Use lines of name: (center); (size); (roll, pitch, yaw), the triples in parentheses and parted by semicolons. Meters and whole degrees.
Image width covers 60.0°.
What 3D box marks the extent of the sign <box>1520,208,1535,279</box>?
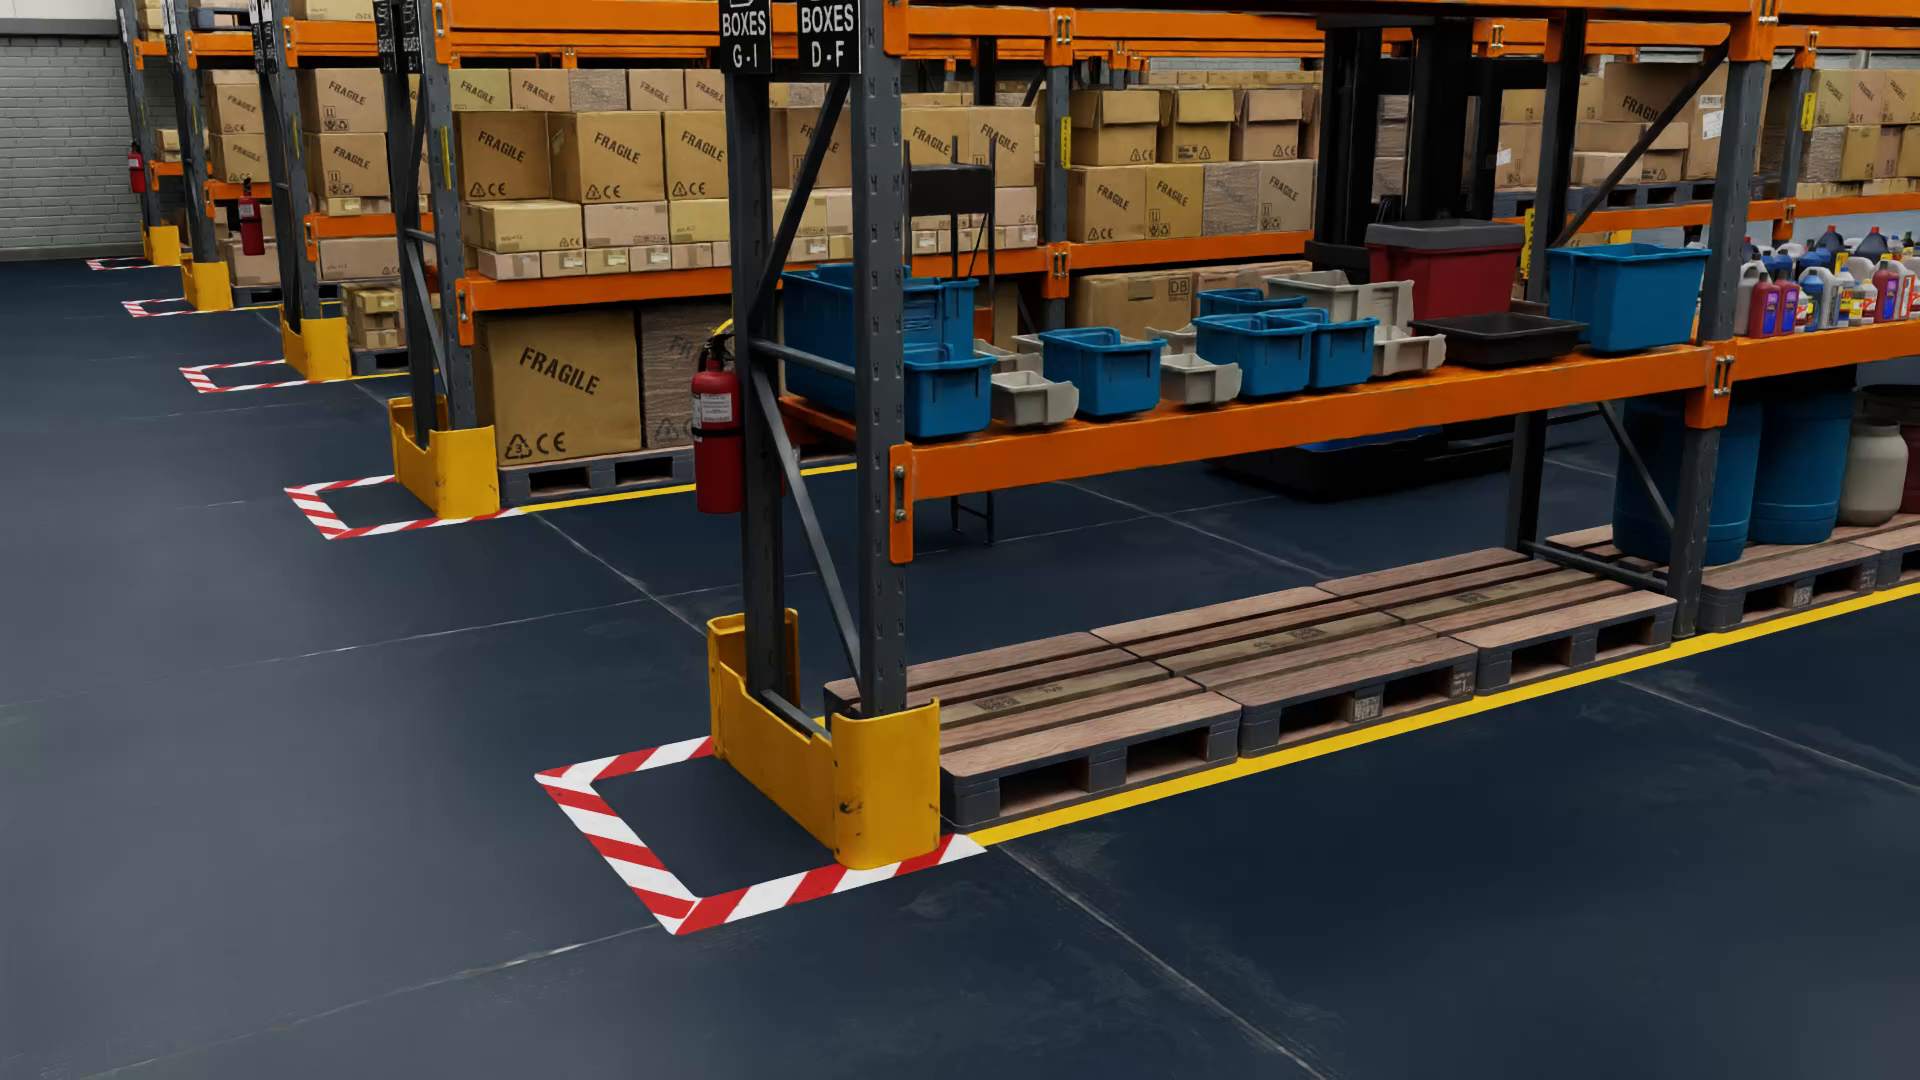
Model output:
sign: (2.672, -1.384, 7.776); (0.005, 0.325, 0.100); (-9, 18, -30)

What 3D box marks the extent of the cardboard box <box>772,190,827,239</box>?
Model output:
cardboard box: (-1.156, -2.005, 10.231); (0.500, 0.250, 0.500); (-10, 18, -31)

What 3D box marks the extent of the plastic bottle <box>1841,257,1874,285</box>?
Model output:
plastic bottle: (4.262, -1.203, 7.875); (0.135, 0.276, 0.152); (-9, 18, -30)

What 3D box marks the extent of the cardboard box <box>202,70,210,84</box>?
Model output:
cardboard box: (-7.925, -4.944, 17.750); (0.250, 0.149, 0.380); (-9, 18, -29)

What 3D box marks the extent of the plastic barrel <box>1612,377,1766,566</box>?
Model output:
plastic barrel: (3.429, -0.386, 7.841); (0.708, 0.901, 0.600); (-9, 18, -30)

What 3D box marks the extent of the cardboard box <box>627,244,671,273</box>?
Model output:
cardboard box: (-1.890, -1.673, 9.786); (0.250, 0.149, 0.380); (-10, 18, -31)

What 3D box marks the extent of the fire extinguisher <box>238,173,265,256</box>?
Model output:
fire extinguisher: (-5.947, -2.729, 13.924); (0.183, 0.674, 0.296); (-9, 18, -30)

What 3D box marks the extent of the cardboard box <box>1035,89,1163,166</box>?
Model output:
cardboard box: (0.947, -2.891, 11.621); (0.637, 0.503, 0.797); (-10, 18, -31)

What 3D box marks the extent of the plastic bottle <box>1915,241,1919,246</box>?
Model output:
plastic bottle: (5.311, -1.565, 9.152); (0.133, 0.283, 0.061); (-9, 18, -30)

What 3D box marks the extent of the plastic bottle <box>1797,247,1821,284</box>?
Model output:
plastic bottle: (4.265, -1.336, 8.357); (0.097, 0.271, 0.097); (0, 16, 0)

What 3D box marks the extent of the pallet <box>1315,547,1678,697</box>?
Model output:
pallet: (2.344, 0.331, 7.338); (1.213, 0.211, 1.003); (-9, 18, -30)

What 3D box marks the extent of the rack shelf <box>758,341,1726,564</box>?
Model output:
rack shelf: (1.240, -0.499, 6.464); (4.000, 0.370, 1.077); (-9, 18, -30)

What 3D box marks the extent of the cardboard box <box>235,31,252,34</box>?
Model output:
cardboard box: (-9.368, -6.591, 21.772); (0.250, 0.149, 0.380); (-9, 18, -30)

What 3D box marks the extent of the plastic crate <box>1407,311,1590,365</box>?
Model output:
plastic crate: (2.133, -0.802, 6.611); (0.590, 0.125, 0.437); (-9, 18, -30)

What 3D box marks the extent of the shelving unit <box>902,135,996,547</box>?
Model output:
shelving unit: (-0.142, -0.988, 8.544); (0.503, 2.100, 0.431); (-9, 18, -30)

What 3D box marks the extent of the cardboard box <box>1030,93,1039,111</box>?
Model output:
cardboard box: (1.010, -5.810, 22.566); (0.500, 0.500, 0.500); (-9, 18, -28)

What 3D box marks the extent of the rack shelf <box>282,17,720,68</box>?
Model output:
rack shelf: (-3.779, -4.250, 14.291); (4.000, 0.370, 1.077); (-9, 18, -30)

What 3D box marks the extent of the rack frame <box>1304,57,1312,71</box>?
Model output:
rack frame: (5.586, -6.230, 25.577); (0.127, 3.000, 1.000); (-9, 18, -30)

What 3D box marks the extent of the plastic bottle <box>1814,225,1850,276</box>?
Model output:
plastic bottle: (4.518, -1.456, 8.637); (0.185, 0.351, 0.144); (-9, 18, -30)

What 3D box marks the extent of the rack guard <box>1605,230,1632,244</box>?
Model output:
rack guard: (8.242, -3.898, 21.890); (0.348, 0.500, 1.175); (-9, 18, -30)

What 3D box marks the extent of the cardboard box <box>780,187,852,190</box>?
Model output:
cardboard box: (-1.004, -2.194, 10.906); (0.500, 0.250, 0.500); (-9, 18, -28)

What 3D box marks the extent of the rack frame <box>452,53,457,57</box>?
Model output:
rack frame: (-7.260, -5.710, 23.721); (0.127, 3.000, 1.000); (-9, 18, -30)

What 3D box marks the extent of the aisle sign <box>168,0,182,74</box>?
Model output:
aisle sign: (-8.041, -5.180, 17.016); (0.004, 0.787, 0.394); (-9, 18, -30)

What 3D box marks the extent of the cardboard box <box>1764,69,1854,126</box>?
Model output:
cardboard box: (7.778, -4.057, 15.238); (0.500, 0.500, 0.500); (-9, 18, -30)

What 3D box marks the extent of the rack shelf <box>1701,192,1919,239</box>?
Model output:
rack shelf: (8.975, -3.313, 16.502); (4.000, 0.370, 1.077); (-9, 18, -30)

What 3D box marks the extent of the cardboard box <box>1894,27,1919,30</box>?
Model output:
cardboard box: (8.661, -4.898, 15.545); (0.500, 0.250, 0.500); (-10, 19, -32)

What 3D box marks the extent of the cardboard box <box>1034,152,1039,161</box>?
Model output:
cardboard box: (0.744, -3.823, 16.678); (0.250, 0.149, 0.380); (-9, 18, -29)

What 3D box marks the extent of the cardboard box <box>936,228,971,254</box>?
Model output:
cardboard box: (-0.130, -1.958, 10.804); (0.250, 0.149, 0.380); (-10, 18, -31)

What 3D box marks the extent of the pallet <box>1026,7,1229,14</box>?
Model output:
pallet: (1.164, -3.760, 11.563); (1.217, 0.209, 0.805); (-10, 19, -32)

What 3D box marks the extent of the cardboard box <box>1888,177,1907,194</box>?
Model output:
cardboard box: (8.879, -3.432, 16.061); (0.250, 0.149, 0.380); (-9, 18, -30)

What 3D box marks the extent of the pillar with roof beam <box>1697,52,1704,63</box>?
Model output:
pillar with roof beam: (19.612, -11.884, 34.633); (0.400, 9.000, 9.100); (-9, 18, -30)

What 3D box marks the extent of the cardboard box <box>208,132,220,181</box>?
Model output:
cardboard box: (-7.852, -4.182, 18.087); (0.500, 0.500, 0.500); (-9, 18, -29)

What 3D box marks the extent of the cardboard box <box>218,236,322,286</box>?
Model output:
cardboard box: (-7.615, -3.089, 18.341); (0.875, 0.438, 0.875); (-10, 18, -32)

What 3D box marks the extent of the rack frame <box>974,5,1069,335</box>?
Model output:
rack frame: (0.403, -2.269, 11.446); (0.127, 3.000, 1.000); (-9, 18, -30)

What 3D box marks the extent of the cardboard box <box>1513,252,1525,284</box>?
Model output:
cardboard box: (4.391, -2.294, 13.964); (0.500, 0.250, 0.500); (-8, 18, -27)

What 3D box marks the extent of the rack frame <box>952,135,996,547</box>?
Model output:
rack frame: (0.067, -1.022, 8.665); (0.015, 2.100, 0.400); (-9, 18, -30)

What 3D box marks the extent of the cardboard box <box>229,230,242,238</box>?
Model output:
cardboard box: (-9.731, -4.096, 22.469); (0.250, 0.149, 0.380); (-10, 19, -32)

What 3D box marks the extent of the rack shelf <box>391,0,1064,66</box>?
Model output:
rack shelf: (-1.311, -3.089, 10.147); (4.000, 0.370, 1.077); (-9, 18, -30)

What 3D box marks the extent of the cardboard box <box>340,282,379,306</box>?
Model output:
cardboard box: (-5.170, -2.123, 14.326); (0.250, 0.149, 0.380); (-9, 18, -29)

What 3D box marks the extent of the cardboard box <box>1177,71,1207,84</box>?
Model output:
cardboard box: (3.095, -6.424, 23.679); (0.500, 0.500, 0.700); (-9, 18, -29)

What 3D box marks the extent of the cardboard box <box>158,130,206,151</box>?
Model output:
cardboard box: (-10.161, -5.225, 21.720); (0.500, 0.250, 0.500); (-9, 18, -29)

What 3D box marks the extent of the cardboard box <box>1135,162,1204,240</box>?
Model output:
cardboard box: (1.357, -2.393, 11.705); (0.500, 0.500, 0.500); (-9, 18, -30)

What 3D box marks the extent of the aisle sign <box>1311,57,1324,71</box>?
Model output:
aisle sign: (5.479, -7.562, 25.512); (0.004, 0.787, 0.394); (-9, 18, -30)

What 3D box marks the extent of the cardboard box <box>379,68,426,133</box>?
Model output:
cardboard box: (-4.542, -3.620, 13.677); (0.500, 0.500, 0.500); (-9, 18, -28)

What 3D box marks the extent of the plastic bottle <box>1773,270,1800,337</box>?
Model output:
plastic bottle: (3.603, -1.038, 7.270); (0.133, 0.283, 0.061); (-9, 18, -30)

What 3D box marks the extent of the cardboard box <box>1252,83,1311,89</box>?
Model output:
cardboard box: (3.497, -4.860, 18.651); (0.500, 0.500, 0.700); (-9, 18, -29)

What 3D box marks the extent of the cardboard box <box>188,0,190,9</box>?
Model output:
cardboard box: (-9.733, -6.980, 21.495); (0.500, 0.250, 0.500); (-9, 18, -30)

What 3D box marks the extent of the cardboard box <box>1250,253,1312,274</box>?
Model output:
cardboard box: (2.462, -1.791, 12.899); (0.875, 0.875, 1.225); (-9, 18, -30)

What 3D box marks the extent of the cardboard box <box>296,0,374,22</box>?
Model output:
cardboard box: (-4.977, -4.250, 13.234); (0.500, 0.250, 0.500); (-8, 18, -28)

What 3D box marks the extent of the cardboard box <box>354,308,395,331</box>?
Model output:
cardboard box: (-4.912, -1.861, 13.943); (0.250, 0.149, 0.380); (-8, 18, -27)

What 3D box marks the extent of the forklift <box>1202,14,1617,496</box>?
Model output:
forklift: (3.028, -1.952, 10.443); (3.031, 2.935, 1.130); (-10, 19, -32)

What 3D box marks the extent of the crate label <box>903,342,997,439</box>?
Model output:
crate label: (-0.093, -0.473, 5.240); (0.303, 0.233, 0.416); (-9, 18, -30)

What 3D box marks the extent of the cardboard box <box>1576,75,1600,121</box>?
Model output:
cardboard box: (7.460, -5.550, 20.874); (0.550, 0.550, 0.875); (-9, 18, -30)

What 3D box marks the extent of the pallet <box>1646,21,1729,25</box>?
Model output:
pallet: (5.789, -4.529, 14.299); (1.003, 0.211, 1.213); (-9, 18, -30)
